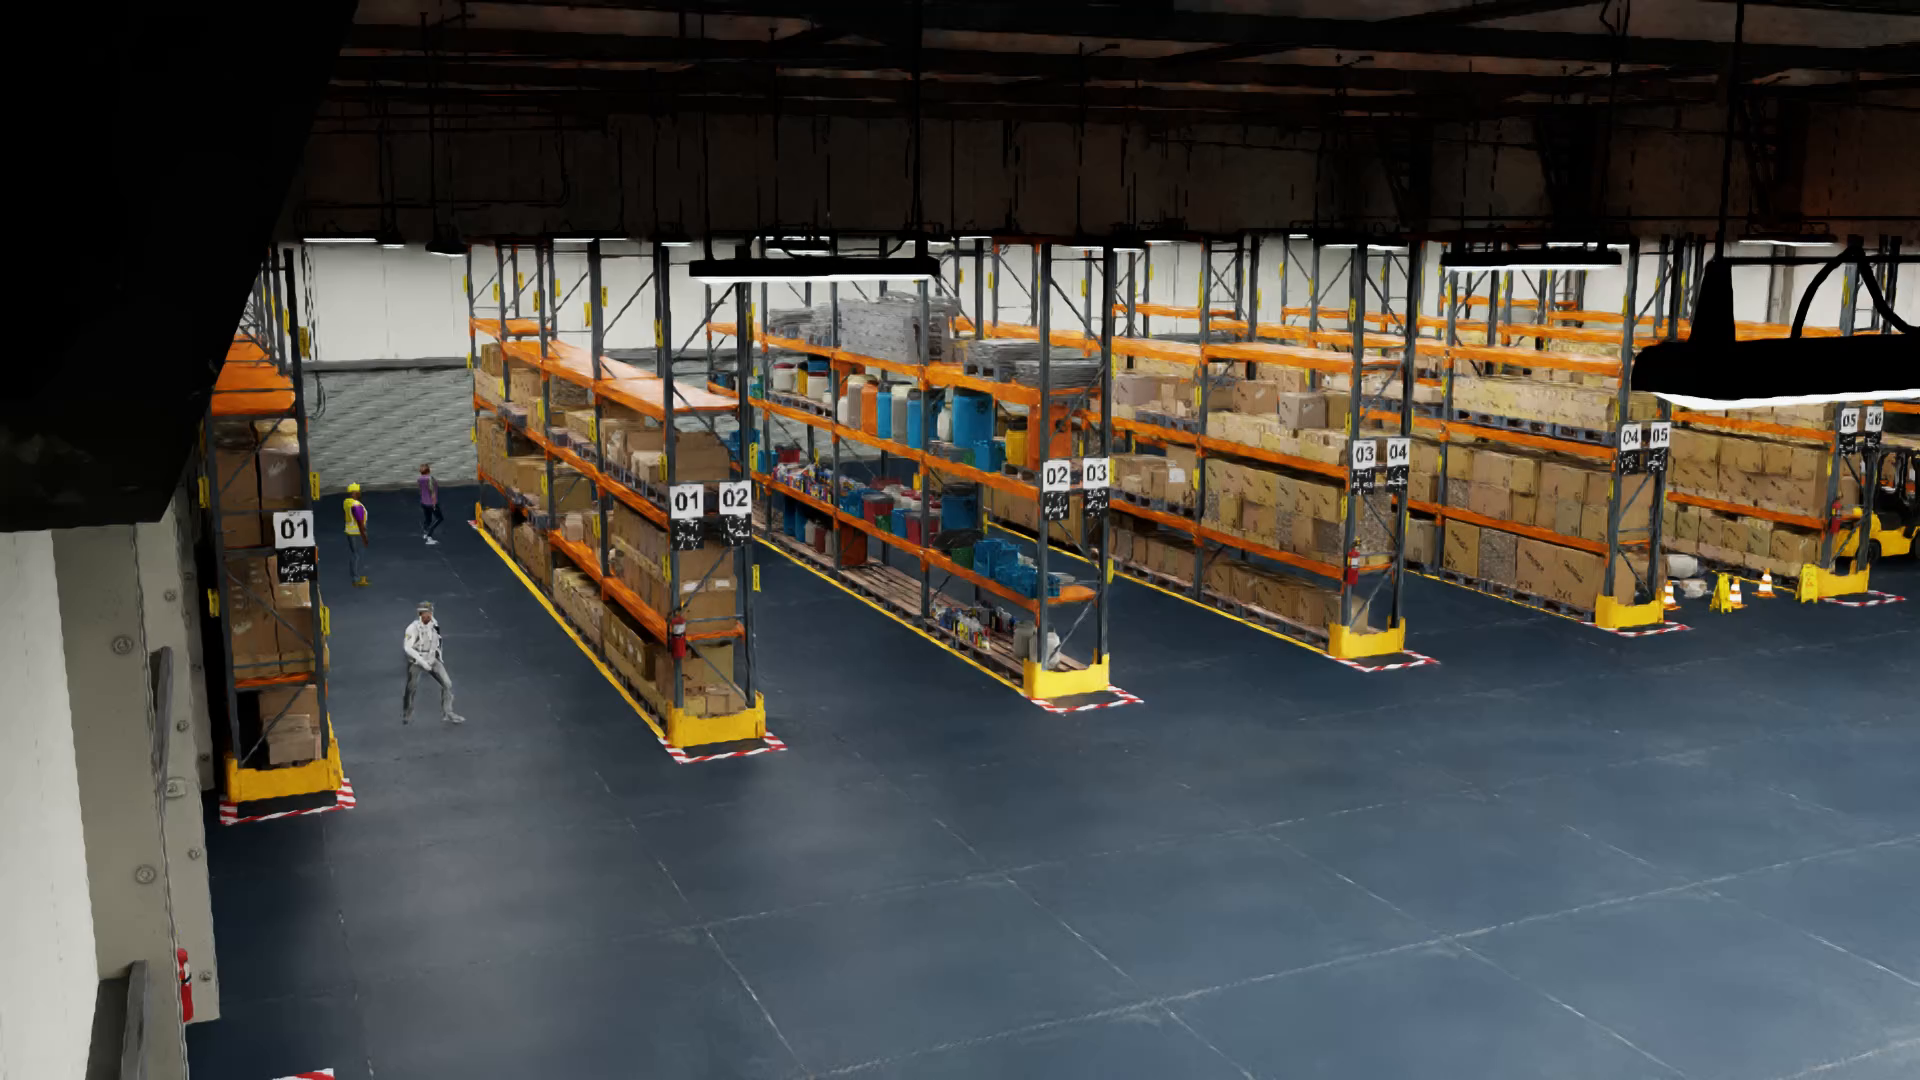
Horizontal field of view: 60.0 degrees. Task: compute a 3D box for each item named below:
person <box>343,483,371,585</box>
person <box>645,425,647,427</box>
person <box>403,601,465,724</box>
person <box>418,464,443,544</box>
[{"bbox_3d":[-10.508,-0.119,28.999,0.392,1.767,0.677,-10,14,-40],"label":"person"},{"bbox_3d":[-7.687,-2.114,39.503,0.729,1.733,0.546,-5,12,-25],"label":"person"},{"bbox_3d":[-6.743,1.532,20.958,0.758,1.618,0.630,11,15,44],"label":"person"},{"bbox_3d":[-10.398,-0.701,32.555,0.459,1.594,0.380,8,13,34],"label":"person"}]
